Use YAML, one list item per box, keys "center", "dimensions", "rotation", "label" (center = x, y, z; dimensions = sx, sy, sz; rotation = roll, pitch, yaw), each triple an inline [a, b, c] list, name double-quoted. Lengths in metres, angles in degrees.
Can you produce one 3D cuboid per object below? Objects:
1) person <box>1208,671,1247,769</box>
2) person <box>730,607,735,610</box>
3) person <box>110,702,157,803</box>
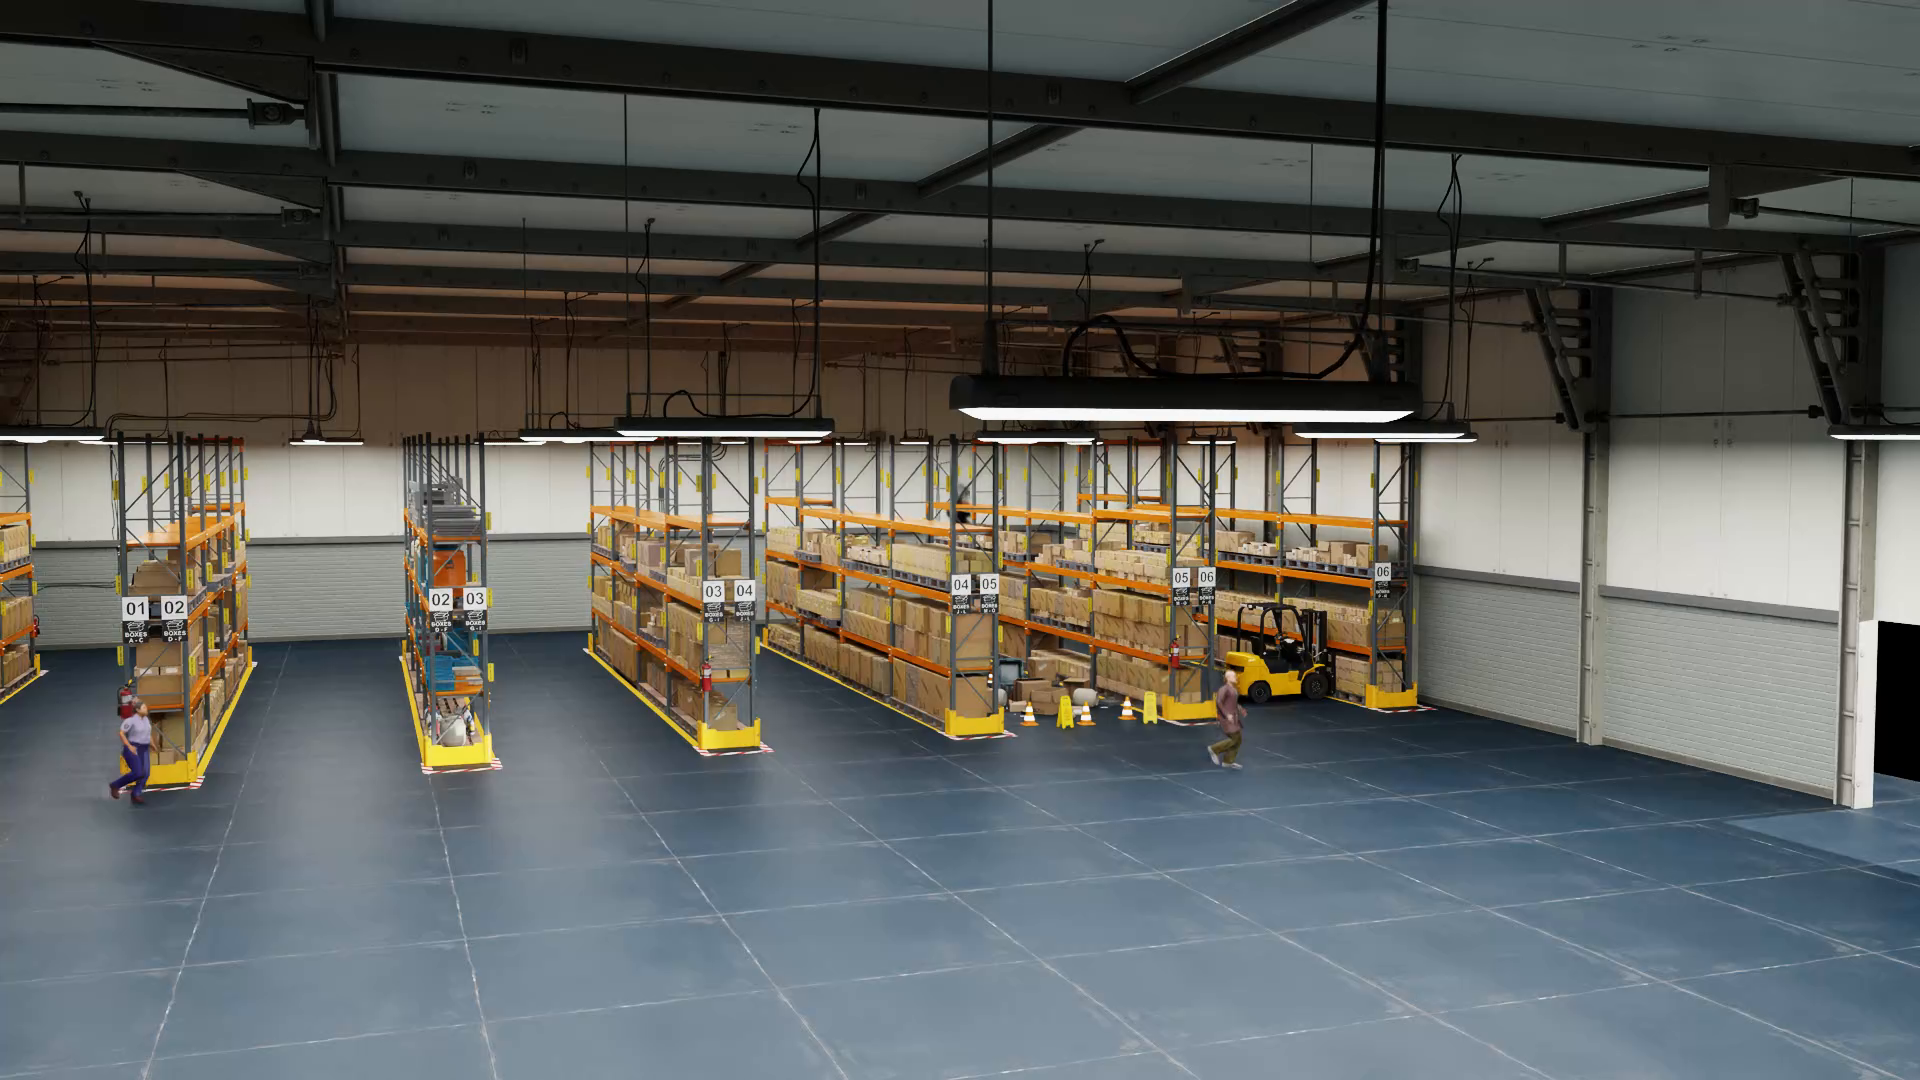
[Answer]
- center: [4.780, 3.205, 29.761]
  dimensions: [0.635, 1.750, 0.731]
  rotation: [1, 3, 25]
  label: "person"
- center: [-6.884, 2.209, 47.686]
  dimensions: [0.956, 1.726, 0.782]
  rotation: [1, 3, 11]
  label: "person"
- center: [-13.375, 3.436, 27.020]
  dimensions: [0.520, 1.582, 0.690]
  rotation: [1, 3, 10]
  label: "person"
